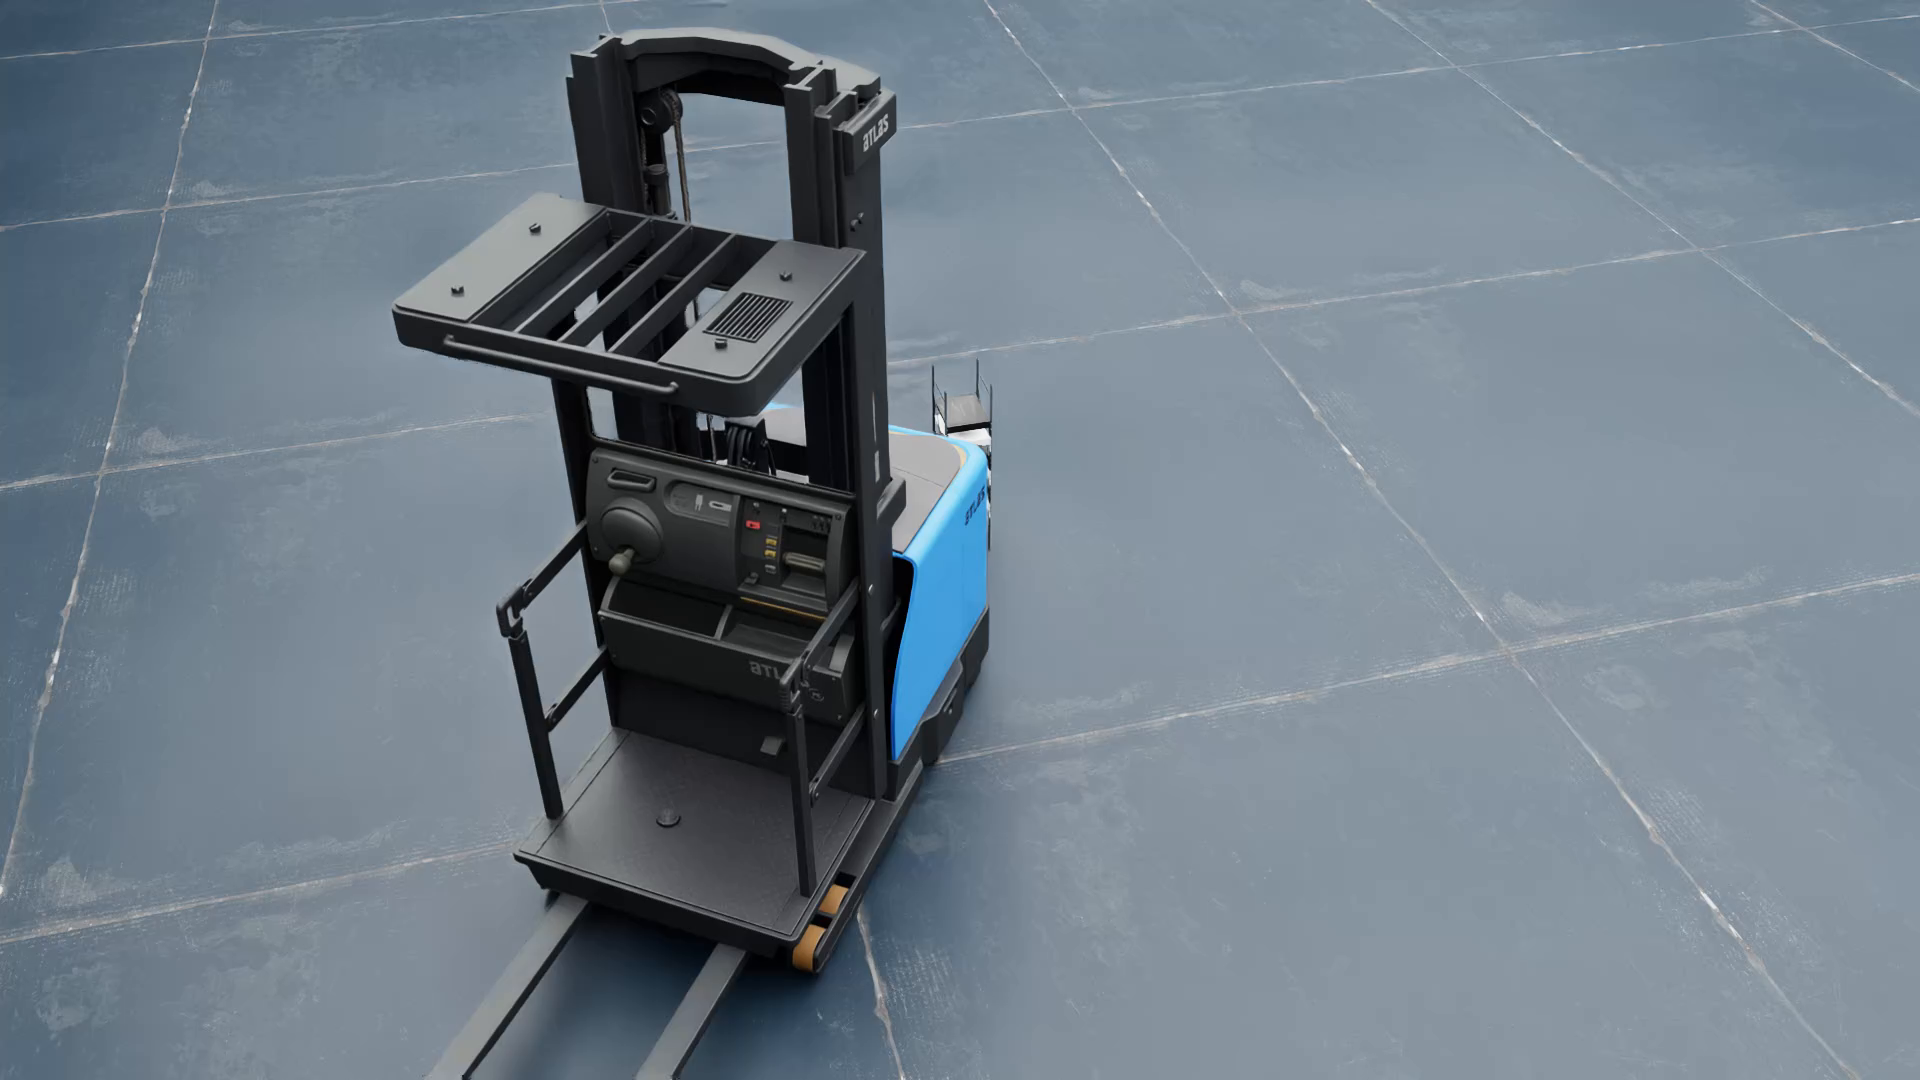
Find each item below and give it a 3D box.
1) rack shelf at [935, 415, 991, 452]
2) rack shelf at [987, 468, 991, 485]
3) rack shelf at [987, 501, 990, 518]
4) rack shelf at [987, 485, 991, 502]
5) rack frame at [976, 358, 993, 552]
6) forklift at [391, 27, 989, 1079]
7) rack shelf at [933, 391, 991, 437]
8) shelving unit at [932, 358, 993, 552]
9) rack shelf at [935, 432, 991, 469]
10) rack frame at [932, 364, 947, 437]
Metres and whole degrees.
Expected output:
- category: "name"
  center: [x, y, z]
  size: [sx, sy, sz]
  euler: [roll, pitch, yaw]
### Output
- category: "rack shelf"
  center: [0.008, -0.475, 7.389]
  size: [0.200, 0.077, 0.258]
  euler: [-9, 38, -12]
- category: "rack shelf"
  center: [0.008, -0.332, 7.499]
  size: [0.200, 0.077, 0.258]
  euler: [-9, 38, -12]
- category: "rack shelf"
  center: [0.008, -0.189, 7.608]
  size: [0.200, 0.077, 0.258]
  euler: [-9, 38, -12]
- category: "rack shelf"
  center: [0.008, -0.261, 7.553]
  size: [0.200, 0.077, 0.258]
  euler: [-9, 38, -12]
- category: "rack frame"
  center: [0.106, -0.375, 7.499]
  size: [0.006, 0.900, 0.240]
  euler: [-9, 38, -12]
- category: "forklift"
  center: [-0.878, 0.049, 5.274]
  size: [1.130, 2.935, 3.031]
  euler: [13, 39, 16]
- category: "rack shelf"
  center: [0.008, -0.547, 7.334]
  size: [0.200, 0.077, 0.258]
  euler: [-9, 38, -12]
- category: "shelving unit"
  center: [0.008, -0.359, 7.478]
  size: [0.210, 0.900, 0.258]
  euler: [-9, 38, -12]
- category: "rack shelf"
  center: [0.008, -0.404, 7.444]
  size: [0.200, 0.077, 0.258]
  euler: [-9, 38, -12]
- category: "rack frame"
  center: [-0.090, -0.343, 7.457]
  size: [0.006, 0.900, 0.240]
  euler: [-9, 38, -12]
